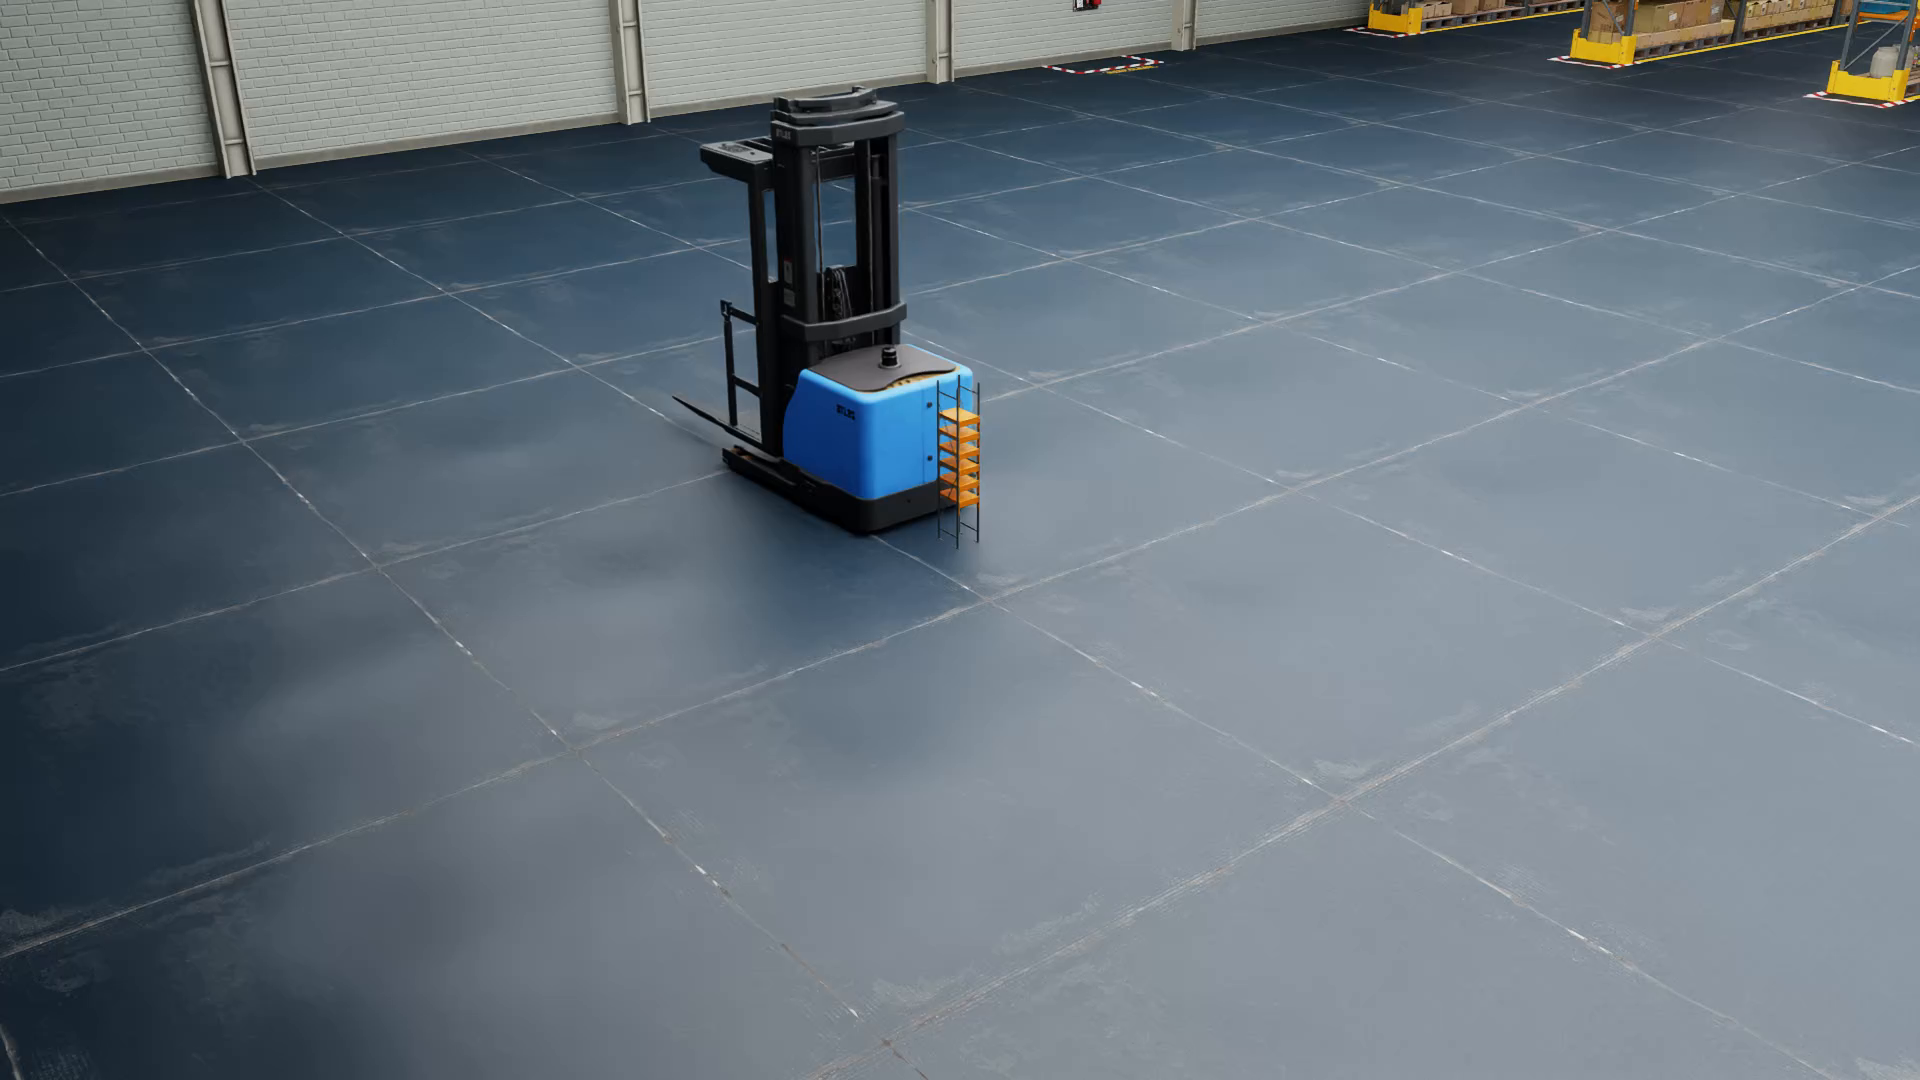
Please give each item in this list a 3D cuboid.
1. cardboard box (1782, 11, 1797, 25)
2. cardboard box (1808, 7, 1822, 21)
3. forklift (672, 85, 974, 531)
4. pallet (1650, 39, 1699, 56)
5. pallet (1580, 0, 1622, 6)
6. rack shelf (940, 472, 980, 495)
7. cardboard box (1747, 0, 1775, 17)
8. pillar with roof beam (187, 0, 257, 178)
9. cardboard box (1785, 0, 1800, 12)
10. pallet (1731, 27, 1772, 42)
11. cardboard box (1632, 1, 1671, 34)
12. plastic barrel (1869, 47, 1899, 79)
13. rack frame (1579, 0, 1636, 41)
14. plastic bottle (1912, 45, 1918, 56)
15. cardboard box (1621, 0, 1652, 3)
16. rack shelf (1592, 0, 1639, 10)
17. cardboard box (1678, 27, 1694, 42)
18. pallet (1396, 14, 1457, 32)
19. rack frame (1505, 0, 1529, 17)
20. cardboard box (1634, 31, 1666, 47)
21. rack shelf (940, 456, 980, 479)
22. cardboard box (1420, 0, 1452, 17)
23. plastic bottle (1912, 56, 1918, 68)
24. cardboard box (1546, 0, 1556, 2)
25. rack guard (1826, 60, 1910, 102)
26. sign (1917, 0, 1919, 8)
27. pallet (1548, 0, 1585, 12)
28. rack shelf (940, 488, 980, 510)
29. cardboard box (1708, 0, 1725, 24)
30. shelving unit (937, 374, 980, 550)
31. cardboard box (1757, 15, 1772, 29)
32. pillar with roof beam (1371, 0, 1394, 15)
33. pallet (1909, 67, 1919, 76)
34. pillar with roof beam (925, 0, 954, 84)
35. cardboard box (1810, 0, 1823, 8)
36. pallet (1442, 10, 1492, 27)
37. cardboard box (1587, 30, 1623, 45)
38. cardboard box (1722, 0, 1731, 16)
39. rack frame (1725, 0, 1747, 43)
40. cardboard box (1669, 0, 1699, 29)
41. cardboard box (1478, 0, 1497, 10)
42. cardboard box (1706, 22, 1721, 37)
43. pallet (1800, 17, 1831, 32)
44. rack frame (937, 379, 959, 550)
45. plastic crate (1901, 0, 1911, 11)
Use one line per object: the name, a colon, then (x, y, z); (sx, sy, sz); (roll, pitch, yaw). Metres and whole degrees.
cardboard box: (16.964, -10.850, 34.460); (0.500, 0.250, 0.500); (-18, 30, -33)
cardboard box: (17.765, -11.114, 35.029); (0.500, 0.250, 0.500); (-19, 31, -35)
forklift: (-1.211, -1.944, 12.585); (1.130, 2.935, 3.031); (-19, 31, -35)
pallet: (13.672, -9.708, 32.544); (1.213, 0.211, 1.003); (-18, 31, -34)
pallet: (14.756, -12.696, 38.982); (1.213, 0.211, 1.003); (-18, 31, -34)
rack shelf: (-0.011, -0.391, 11.686); (0.180, 0.103, 0.258); (-18, 31, -34)
cardboard box: (16.160, -10.835, 33.761); (0.500, 0.311, 0.500); (-19, 31, -35)
pillar with roof beam: (-7.136, -7.614, 17.594); (0.400, 9.000, 9.100); (-18, 31, -34)
cardboard box: (16.972, -11.106, 34.346); (0.500, 0.311, 0.500); (-17, 30, -33)
pallet: (15.840, -10.424, 34.086); (1.213, 0.211, 1.003); (-18, 31, -34)
cardboard box: (13.088, -9.925, 31.575); (0.500, 0.500, 0.500); (-18, 31, -34)
plastic barrel: (15.661, -8.062, 28.141); (0.421, 0.512, 0.421); (0, 25, 0)
rack frame: (12.136, -10.445, 30.820); (0.127, 3.000, 1.000); (-18, 31, -34)
plastic bottle: (16.817, -8.560, 29.383); (0.185, 0.351, 0.144); (-17, 30, -32)
cardboard box: (13.152, -10.231, 32.236); (0.500, 0.500, 0.500); (-18, 31, -34)
rack shelf: (13.710, -10.638, 32.091); (4.000, 0.370, 1.077); (-18, 31, -34)
cardboard box: (13.877, -9.843, 32.290); (0.500, 0.250, 0.500); (-18, 31, -34)
pallet: (9.797, -11.039, 35.413); (1.213, 0.211, 1.003); (-18, 31, -34)
rack frame: (12.224, -13.124, 36.593); (0.127, 3.000, 1.000); (-18, 31, -34)
cardboard box: (13.087, -9.585, 31.735); (0.500, 0.250, 0.500); (-18, 31, -34)
rack shelf: (-0.011, -0.500, 11.635); (0.180, 0.103, 0.258); (-18, 31, -34)
cardboard box: (10.125, -11.363, 35.470); (0.500, 0.311, 0.500); (-15, 29, -30)
plastic bottle: (16.781, -8.412, 29.240); (0.097, 0.201, 0.097); (0, 25, 0)
cardboard box: (13.169, -12.538, 37.775); (0.500, 0.500, 0.700); (-19, 31, -35)
rack guard: (15.221, -7.705, 27.885); (0.348, 0.500, 1.175); (-18, 31, -34)
sign: (15.526, -8.745, 26.829); (0.005, 0.325, 0.100); (-18, 31, -34)
pallet: (13.797, -12.381, 38.303); (1.213, 0.211, 1.003); (-18, 31, -34)
rack shelf: (-0.011, -0.282, 11.736); (0.180, 0.103, 0.258); (-18, 31, -34)
cardboard box: (14.653, -10.449, 32.705); (0.500, 0.500, 0.500); (-18, 31, -34)
shelving unit: (-0.011, -0.540, 11.617); (0.189, 1.200, 0.258); (-18, 31, -34)
cardboard box: (16.157, -10.583, 33.884); (0.500, 0.250, 0.500); (-17, 30, -33)
pillar with roof beam: (11.750, -13.849, 31.027); (0.400, 9.000, 9.100); (-18, 31, -34)
pallet: (16.823, -8.098, 29.076); (1.213, 0.211, 1.003); (-18, 31, -34)
pillar with roof beam: (2.307, -10.731, 24.311); (0.400, 9.000, 9.100); (-18, 31, -34)
cardboard box: (17.766, -11.366, 34.906); (0.500, 0.311, 0.500); (-19, 31, -35)
pallet: (10.757, -11.355, 36.092); (1.213, 0.211, 1.003); (-18, 31, -34)
cardboard box: (12.376, -9.626, 31.822); (0.500, 0.250, 0.500); (-18, 31, -34)
cardboard box: (15.426, -10.882, 33.863); (0.500, 0.311, 0.500); (-18, 31, -34)
rack frame: (15.284, -11.484, 33.059); (0.127, 3.000, 1.000); (-18, 31, -34)
cardboard box: (13.877, -10.183, 32.132); (0.500, 0.500, 0.500); (-18, 31, -34)
cardboard box: (11.432, -11.907, 36.417); (0.500, 0.500, 0.500); (-21, 32, -38)
cardboard box: (14.654, -10.108, 32.861); (0.500, 0.250, 0.500); (-18, 31, -34)
pallet: (17.760, -11.057, 35.452); (1.213, 0.211, 1.003); (-18, 31, -34)
rack frame: (-0.083, -0.517, 11.565); (0.006, 1.200, 0.240); (-18, 31, -34)
plastic crate: (15.914, -9.132, 28.167); (0.408, 0.251, 0.499); (-18, 31, -34)
